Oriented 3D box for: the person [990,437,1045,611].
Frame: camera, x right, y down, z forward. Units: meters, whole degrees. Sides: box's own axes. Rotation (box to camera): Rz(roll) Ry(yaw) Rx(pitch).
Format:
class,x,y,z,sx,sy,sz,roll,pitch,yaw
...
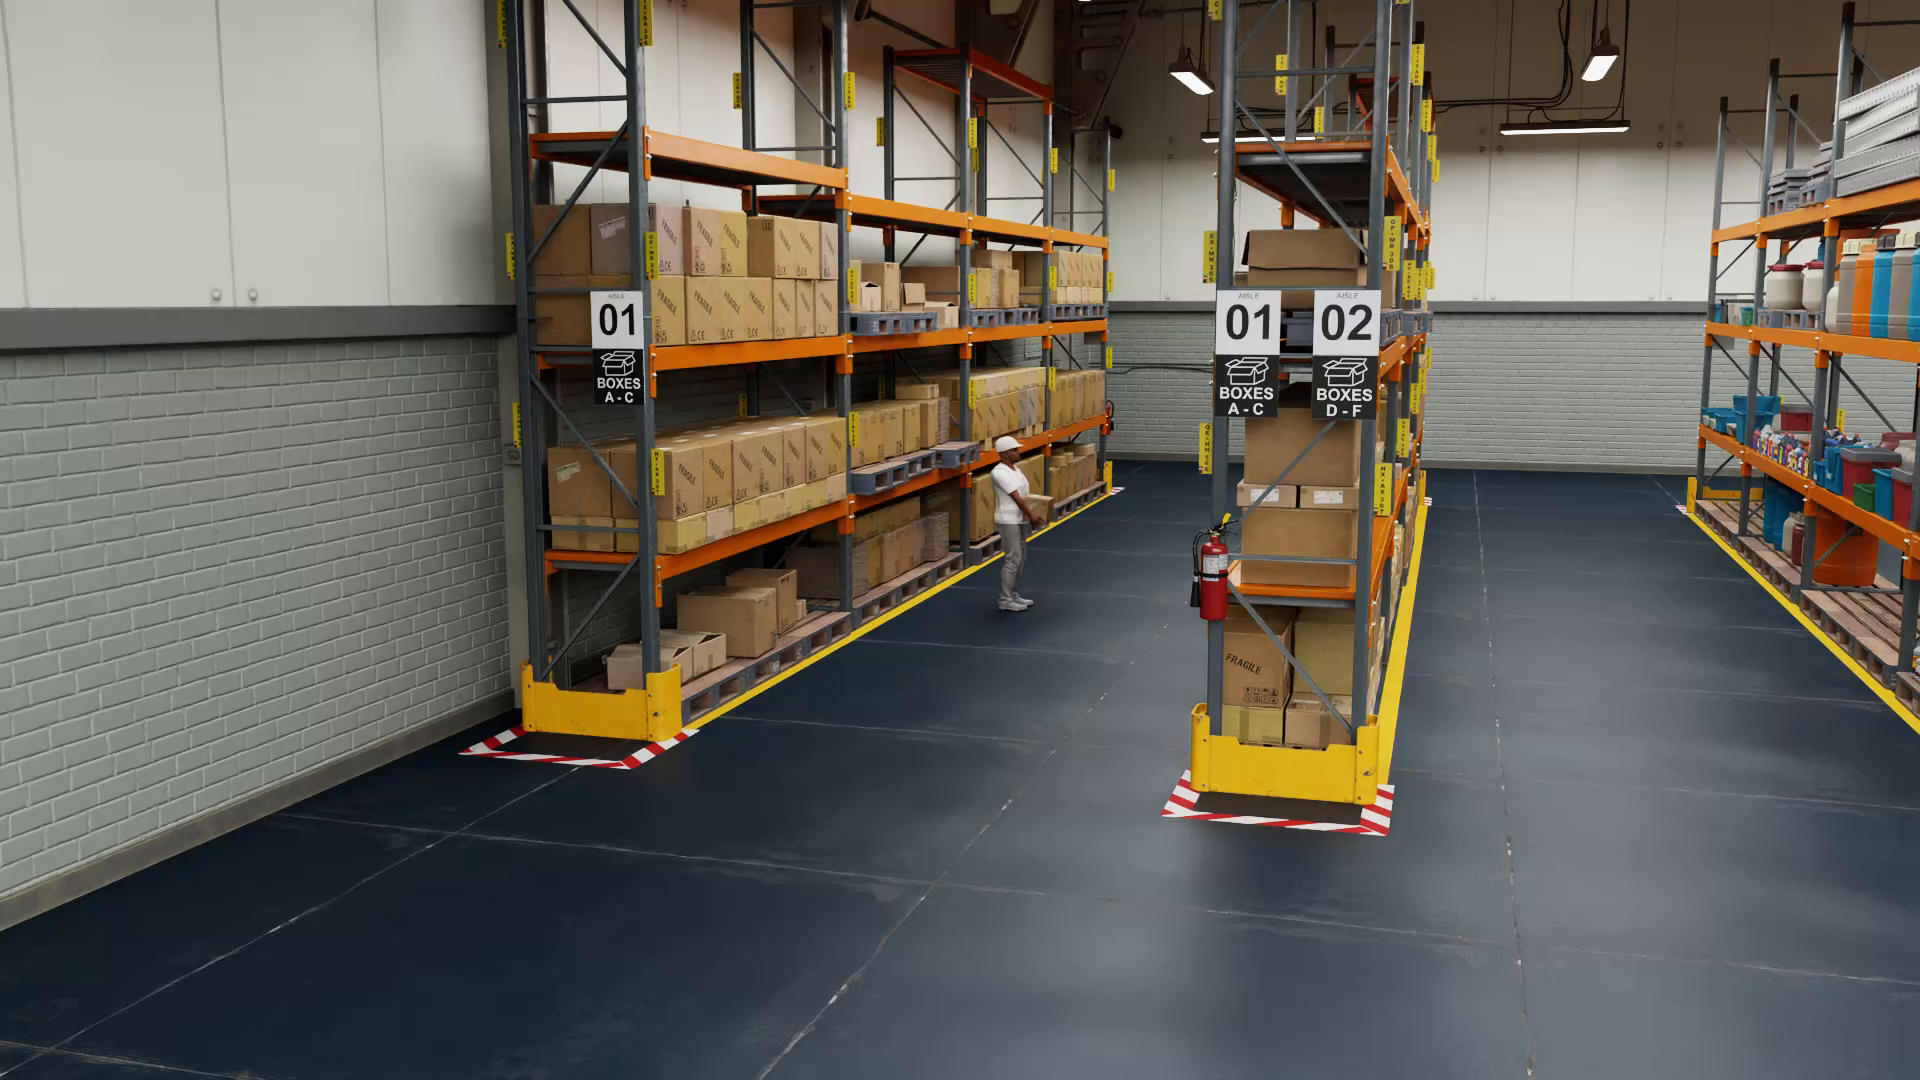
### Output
class,x,y,z,sx,sy,sz,roll,pitch,yaw
person,0.621,-0.171,16.952,0.577,1.758,0.503,2,9,17
